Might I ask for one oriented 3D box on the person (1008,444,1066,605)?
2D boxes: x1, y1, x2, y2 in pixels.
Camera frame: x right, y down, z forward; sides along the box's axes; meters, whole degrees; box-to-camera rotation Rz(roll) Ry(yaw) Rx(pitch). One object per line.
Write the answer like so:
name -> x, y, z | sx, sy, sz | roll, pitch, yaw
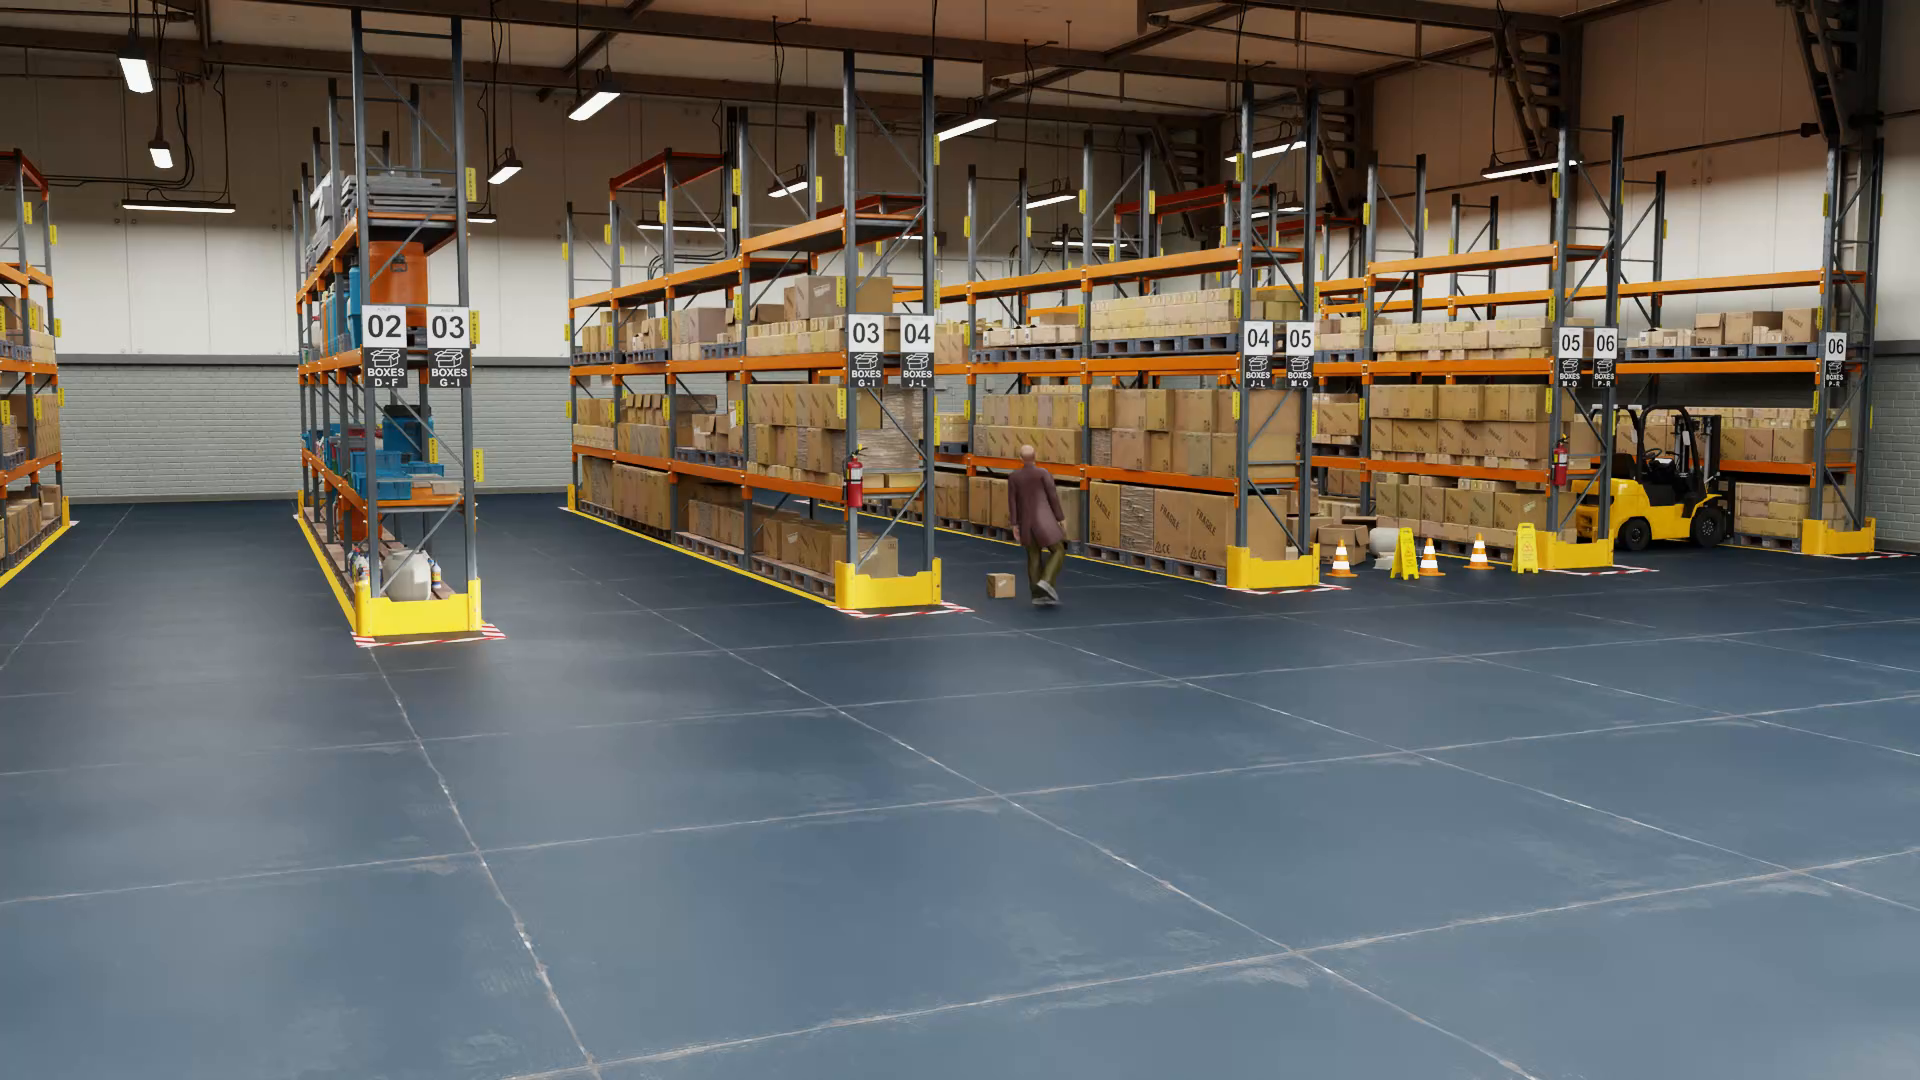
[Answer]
person -> 0.837, -0.168, 18.405 | 0.619, 1.779, 0.558 | 3, 6, 30
